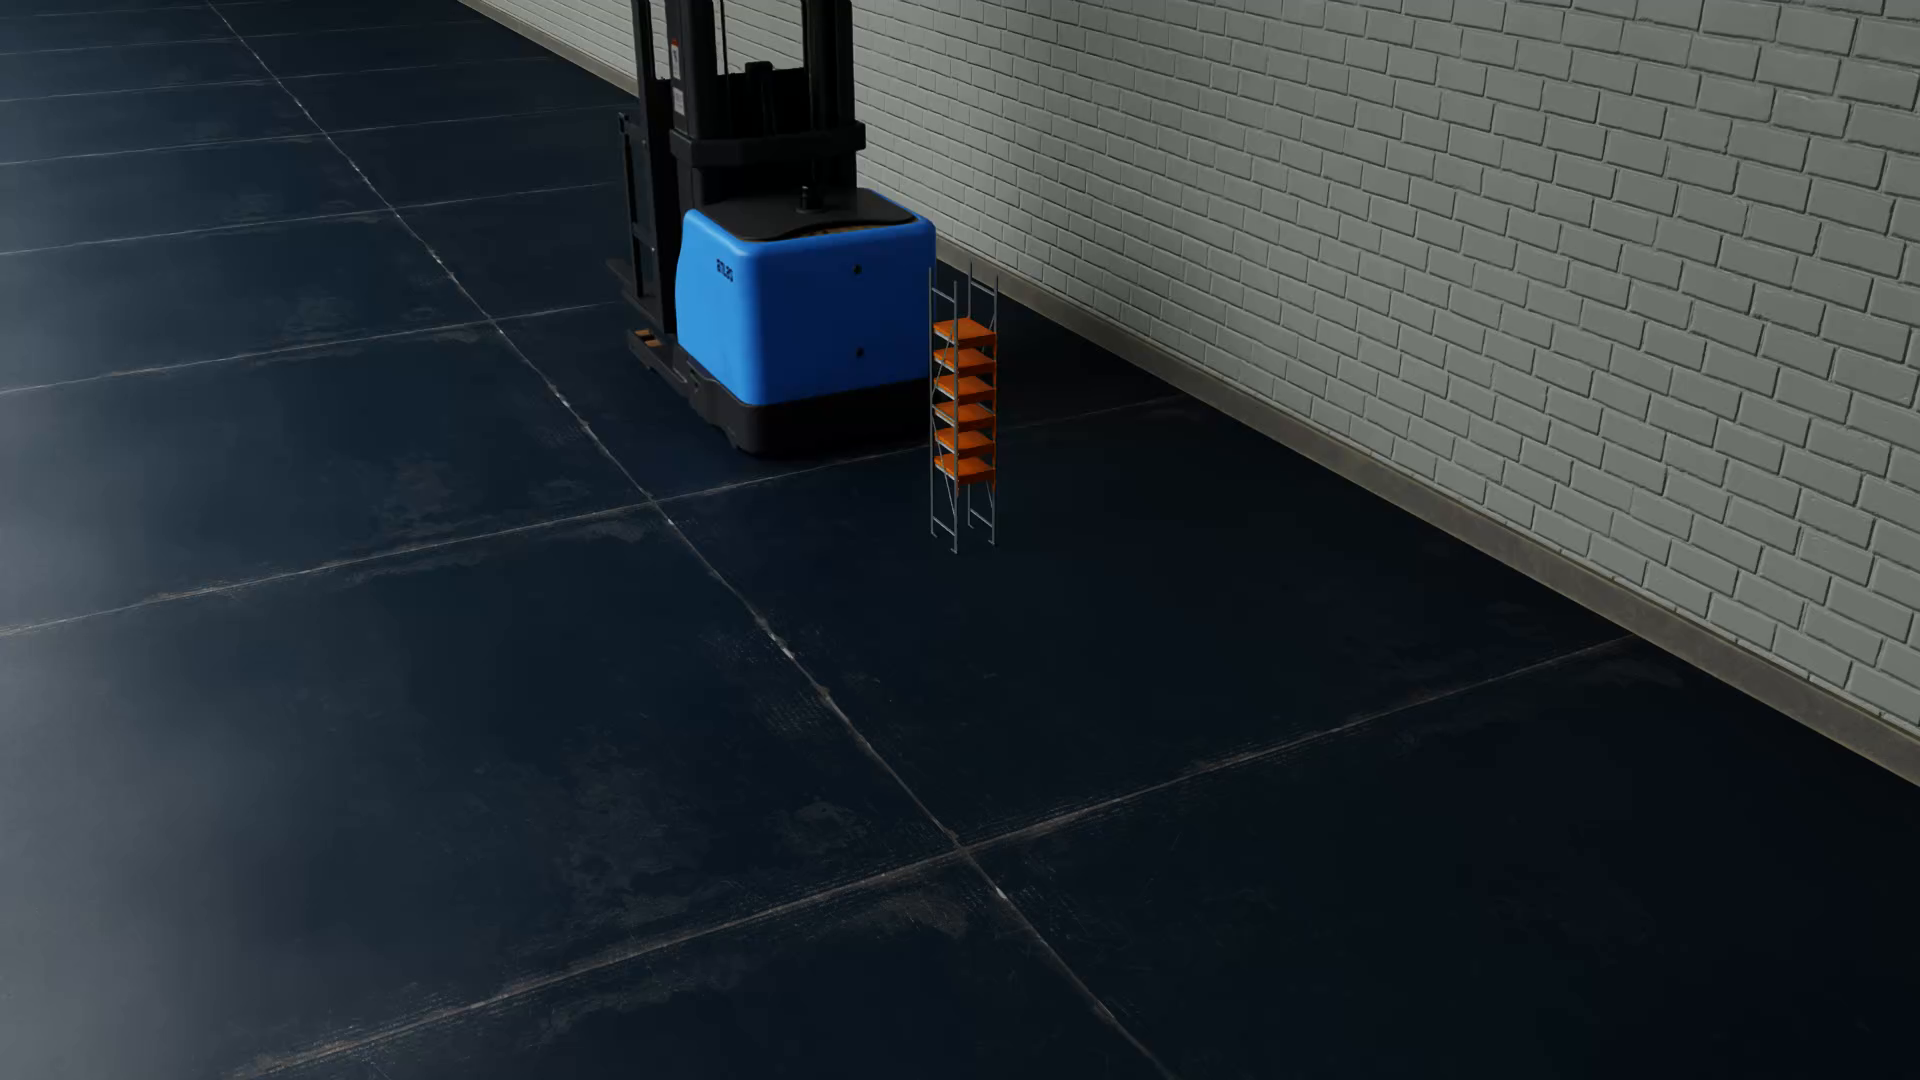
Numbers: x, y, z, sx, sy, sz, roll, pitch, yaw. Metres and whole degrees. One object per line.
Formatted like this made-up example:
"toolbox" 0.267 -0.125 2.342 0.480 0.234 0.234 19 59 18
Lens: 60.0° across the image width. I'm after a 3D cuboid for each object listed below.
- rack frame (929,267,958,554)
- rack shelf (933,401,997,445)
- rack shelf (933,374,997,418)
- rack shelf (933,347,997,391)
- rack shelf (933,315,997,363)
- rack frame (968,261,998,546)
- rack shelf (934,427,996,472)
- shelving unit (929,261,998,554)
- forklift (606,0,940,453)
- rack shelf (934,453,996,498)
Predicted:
"rack frame" -0.068 -0.525 6.941 0.006 1.200 0.240 -13 29 -25
"rack shelf" 0.013 -0.504 6.999 0.180 0.103 0.258 -13 29 -25
"rack shelf" 0.013 -0.612 6.947 0.180 0.103 0.258 -13 29 -25
"rack shelf" 0.013 -0.720 6.895 0.180 0.103 0.258 -13 29 -25
"rack shelf" 0.013 -0.828 6.843 0.180 0.103 0.258 -13 29 -25
"rack frame" 0.093 -0.562 7.018 0.006 1.200 0.240 -13 29 -25
"rack shelf" 0.013 -0.396 7.051 0.180 0.103 0.258 -13 29 -25
"shelving unit" 0.013 -0.544 6.979 0.189 1.200 0.258 -13 29 -25
"forklift" -1.214 -2.339 8.719 1.130 2.935 3.031 -12 28 -24
"rack shelf" 0.013 -0.287 7.103 0.180 0.103 0.258 -13 29 -25
